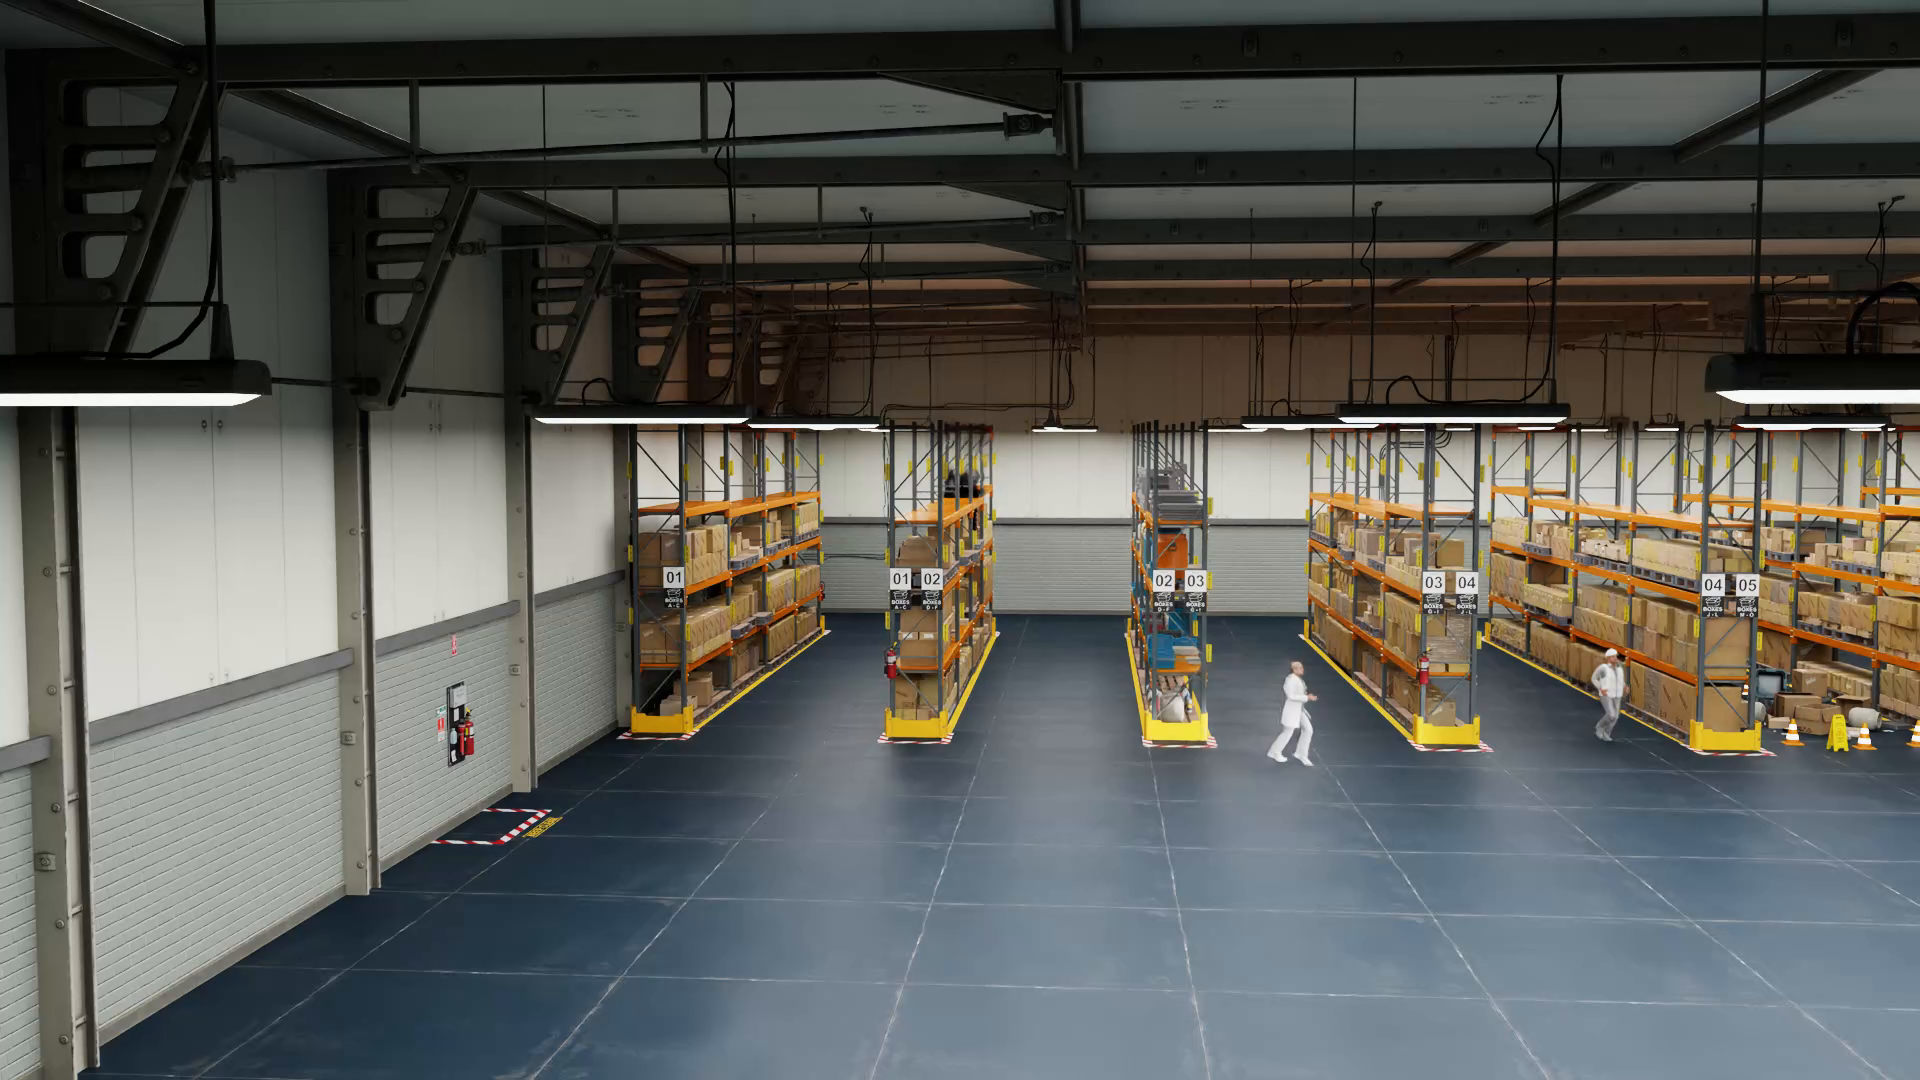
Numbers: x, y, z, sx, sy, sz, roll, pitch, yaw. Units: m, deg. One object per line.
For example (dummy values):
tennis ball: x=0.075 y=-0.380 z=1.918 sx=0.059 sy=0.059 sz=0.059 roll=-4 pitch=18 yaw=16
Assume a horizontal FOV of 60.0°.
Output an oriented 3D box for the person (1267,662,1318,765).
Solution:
person: x=5.797 y=3.019 z=28.861 sx=0.904 sy=1.836 sz=0.645 roll=2 pitch=4 yaw=30

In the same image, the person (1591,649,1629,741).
person: x=12.132 y=2.893 z=30.924 sx=0.638 sy=1.728 sz=0.572 roll=-1 pitch=4 yaw=-15
